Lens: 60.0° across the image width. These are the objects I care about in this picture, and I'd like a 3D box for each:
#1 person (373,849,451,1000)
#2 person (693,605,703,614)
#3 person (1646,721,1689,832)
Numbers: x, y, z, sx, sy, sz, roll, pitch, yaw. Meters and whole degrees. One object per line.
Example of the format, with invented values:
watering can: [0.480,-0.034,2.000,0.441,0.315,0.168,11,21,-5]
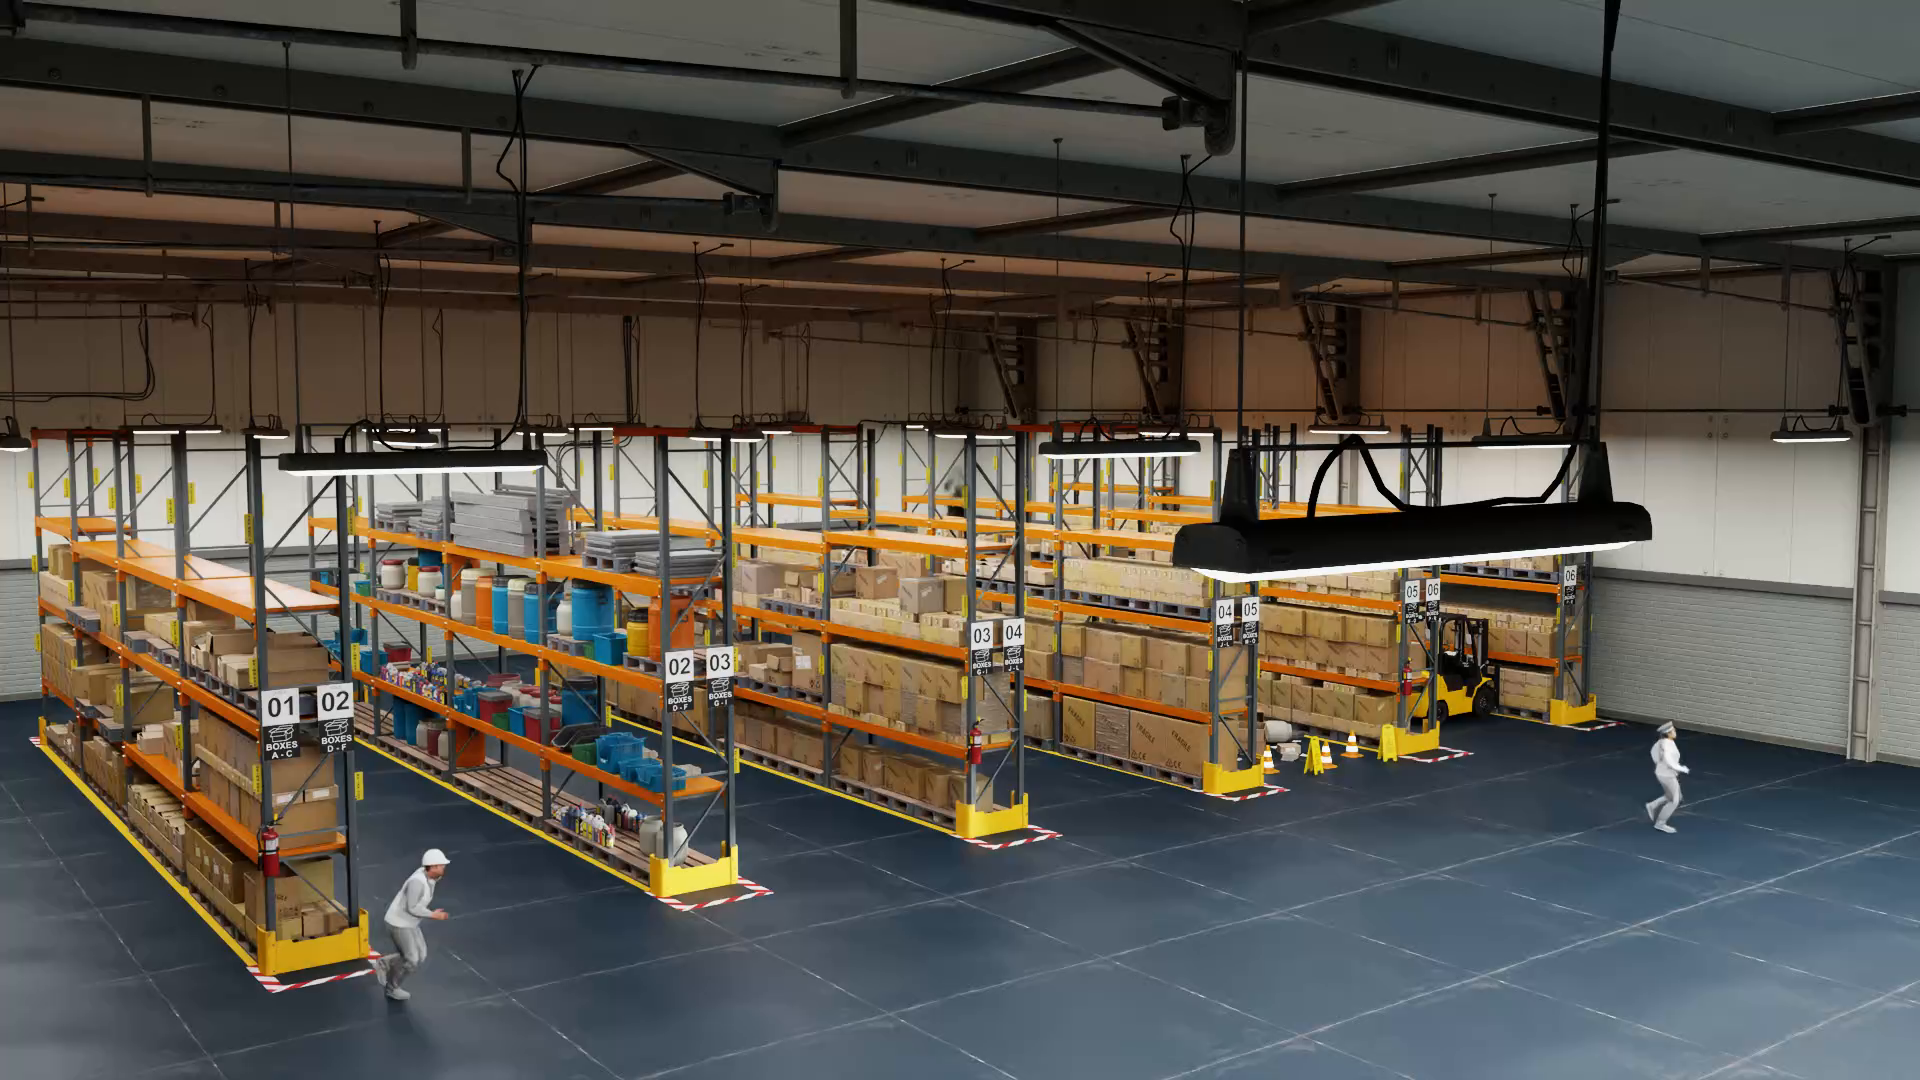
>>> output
person: [-5.911,4.130,17.952,0.846,1.612,0.677,0,4,-4]
person: [-6.471,2.330,40.282,0.730,1.697,0.913,0,4,5]
person: [10.647,3.547,24.978,0.537,1.661,0.658,1,5,11]
